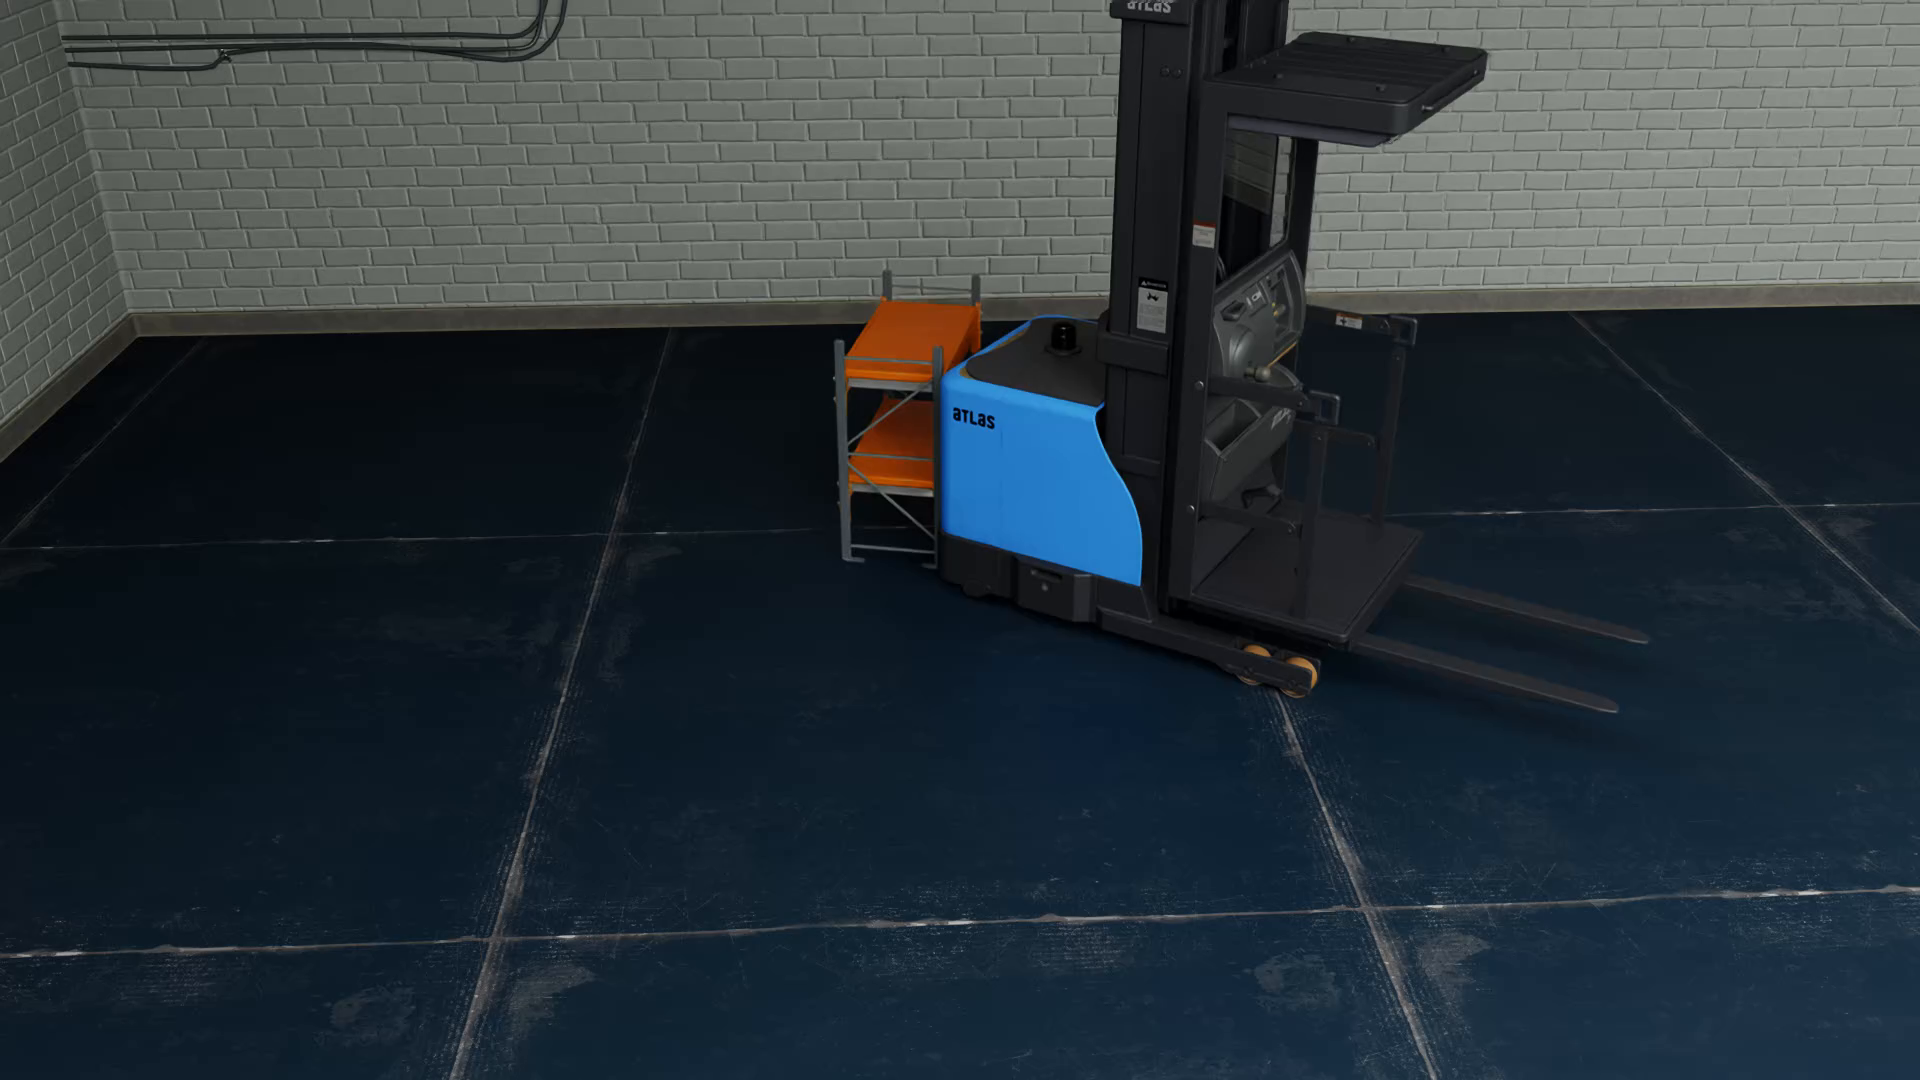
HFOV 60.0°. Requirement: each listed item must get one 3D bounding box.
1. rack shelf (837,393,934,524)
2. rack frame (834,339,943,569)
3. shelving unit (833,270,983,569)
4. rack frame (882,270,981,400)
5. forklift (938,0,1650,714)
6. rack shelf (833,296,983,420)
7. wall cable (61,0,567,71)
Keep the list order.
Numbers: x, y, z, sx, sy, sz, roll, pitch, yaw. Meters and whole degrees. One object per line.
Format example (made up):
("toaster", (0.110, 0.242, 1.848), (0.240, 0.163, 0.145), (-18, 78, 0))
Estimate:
("rack shelf", (-0.235, -0.401, 8.332), (0.538, 0.278, 1.000), (5, 28, 9))
("rack frame", (-0.324, -0.387, 7.775), (0.500, 1.125, 0.032), (5, 28, 9))
("shelving unit", (-0.235, -0.618, 8.219), (0.538, 1.125, 1.048), (5, 28, 9))
("rack frame", (-0.145, -0.850, 8.663), (0.500, 1.125, 0.032), (5, 28, 9))
("forklift", (1.427, -0.919, 6.842), (3.031, 2.935, 1.130), (15, 31, 27))
("rack shelf", (-0.235, -0.878, 8.084), (0.538, 0.278, 1.000), (5, 28, 9))
("wall cable", (-3.888, -3.954, 9.458), (3.097, 2.526, 0.112), (-1, 28, -3))
